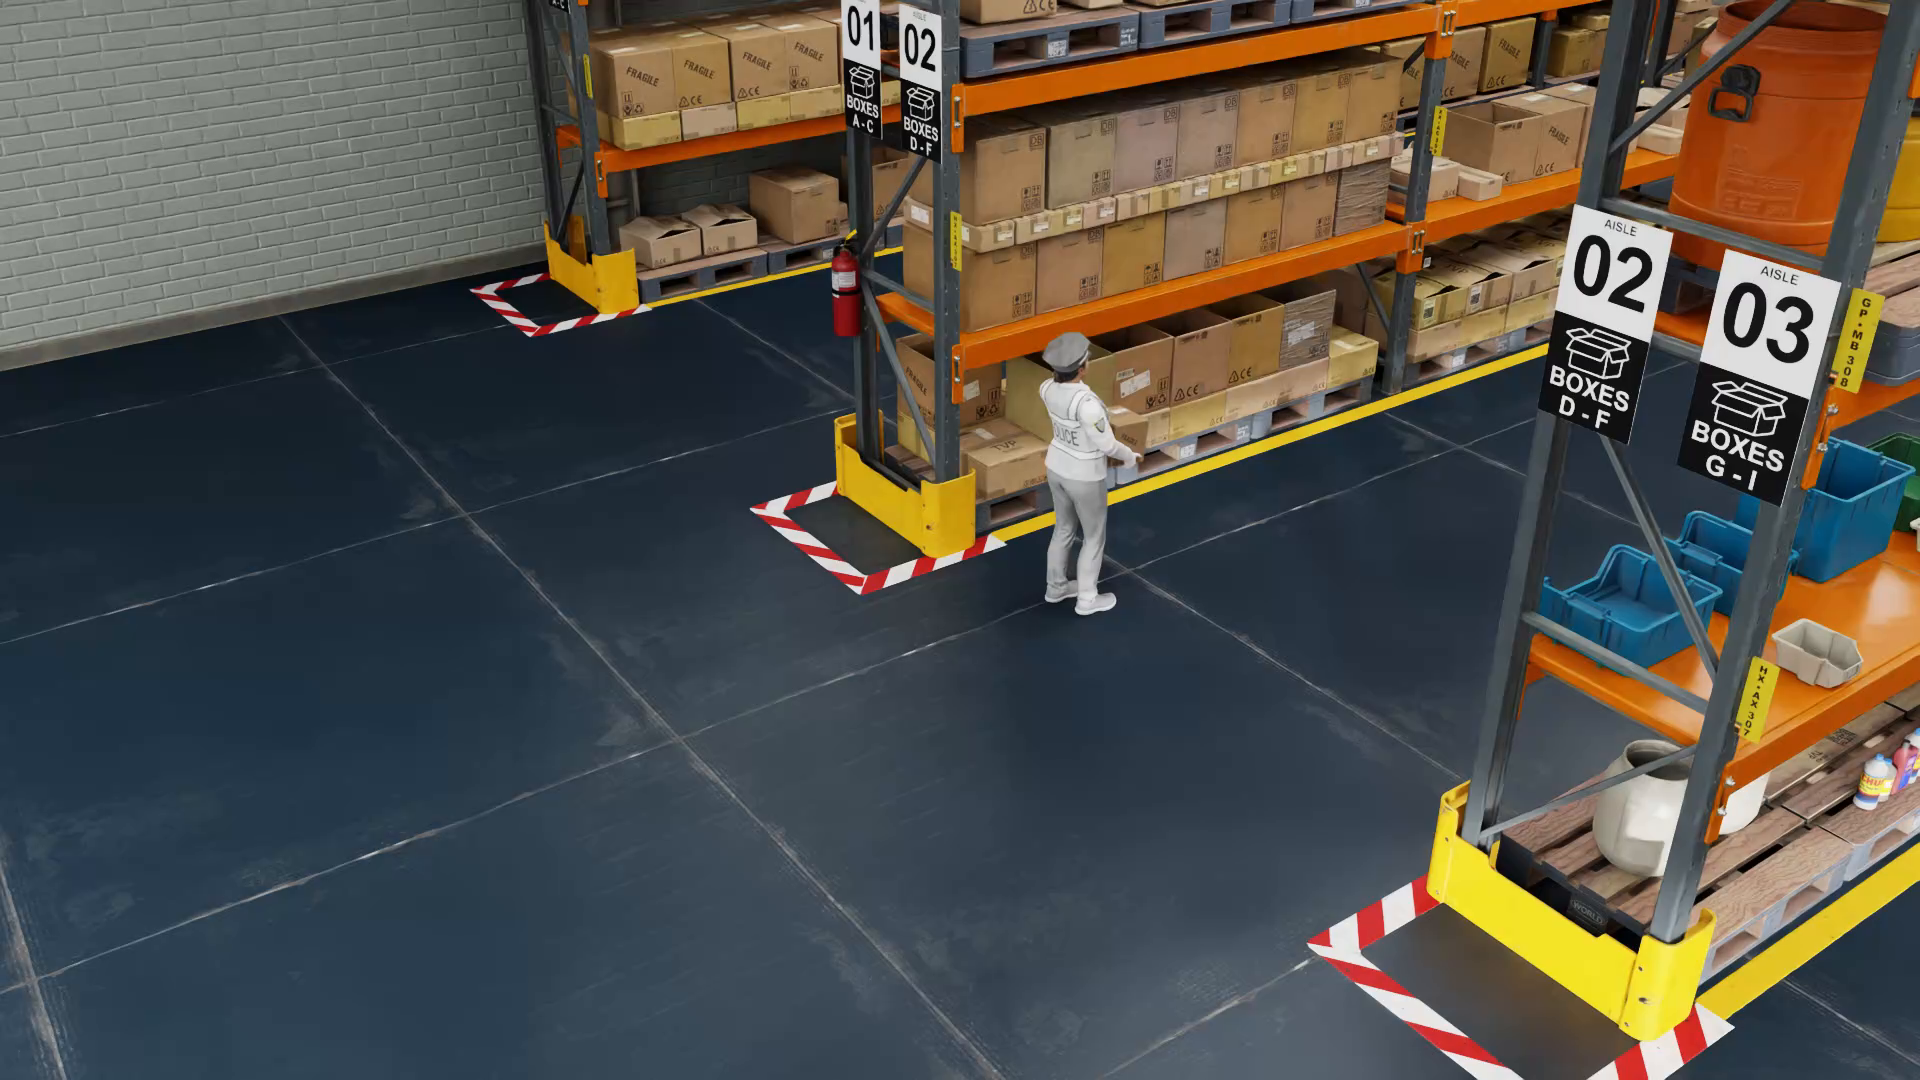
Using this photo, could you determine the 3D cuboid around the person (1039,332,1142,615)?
[{"bbox_3d":[0.709,-0.380,9.292,0.563,1.686,0.459,-20,34,-32],"label":"person"}]
